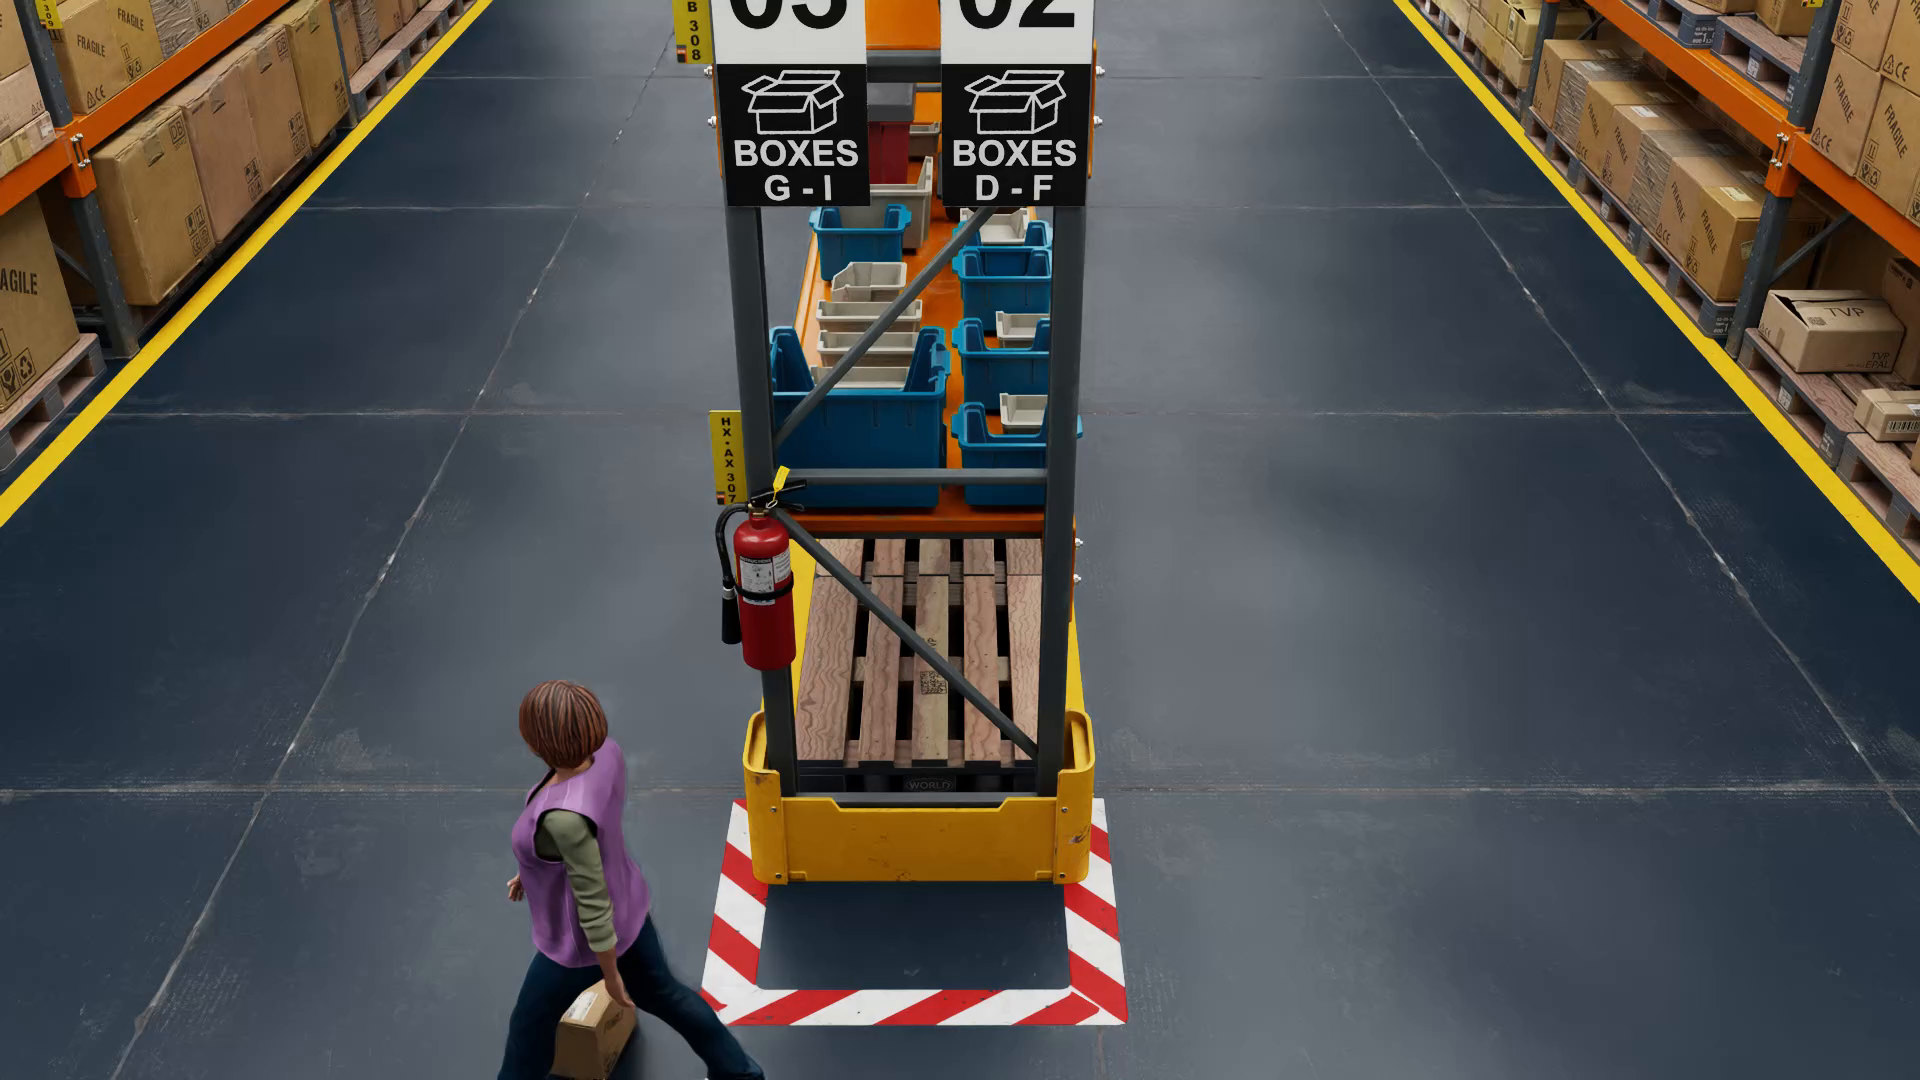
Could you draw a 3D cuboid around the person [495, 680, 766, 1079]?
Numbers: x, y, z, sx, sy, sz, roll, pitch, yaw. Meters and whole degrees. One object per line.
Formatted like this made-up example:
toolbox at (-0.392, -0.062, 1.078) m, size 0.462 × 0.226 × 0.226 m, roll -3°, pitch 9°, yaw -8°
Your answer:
person at (-1.050, 1.021, 4.493) m, size 0.959 × 1.535 × 0.457 m, roll 4°, pitch 32°, yaw 7°
